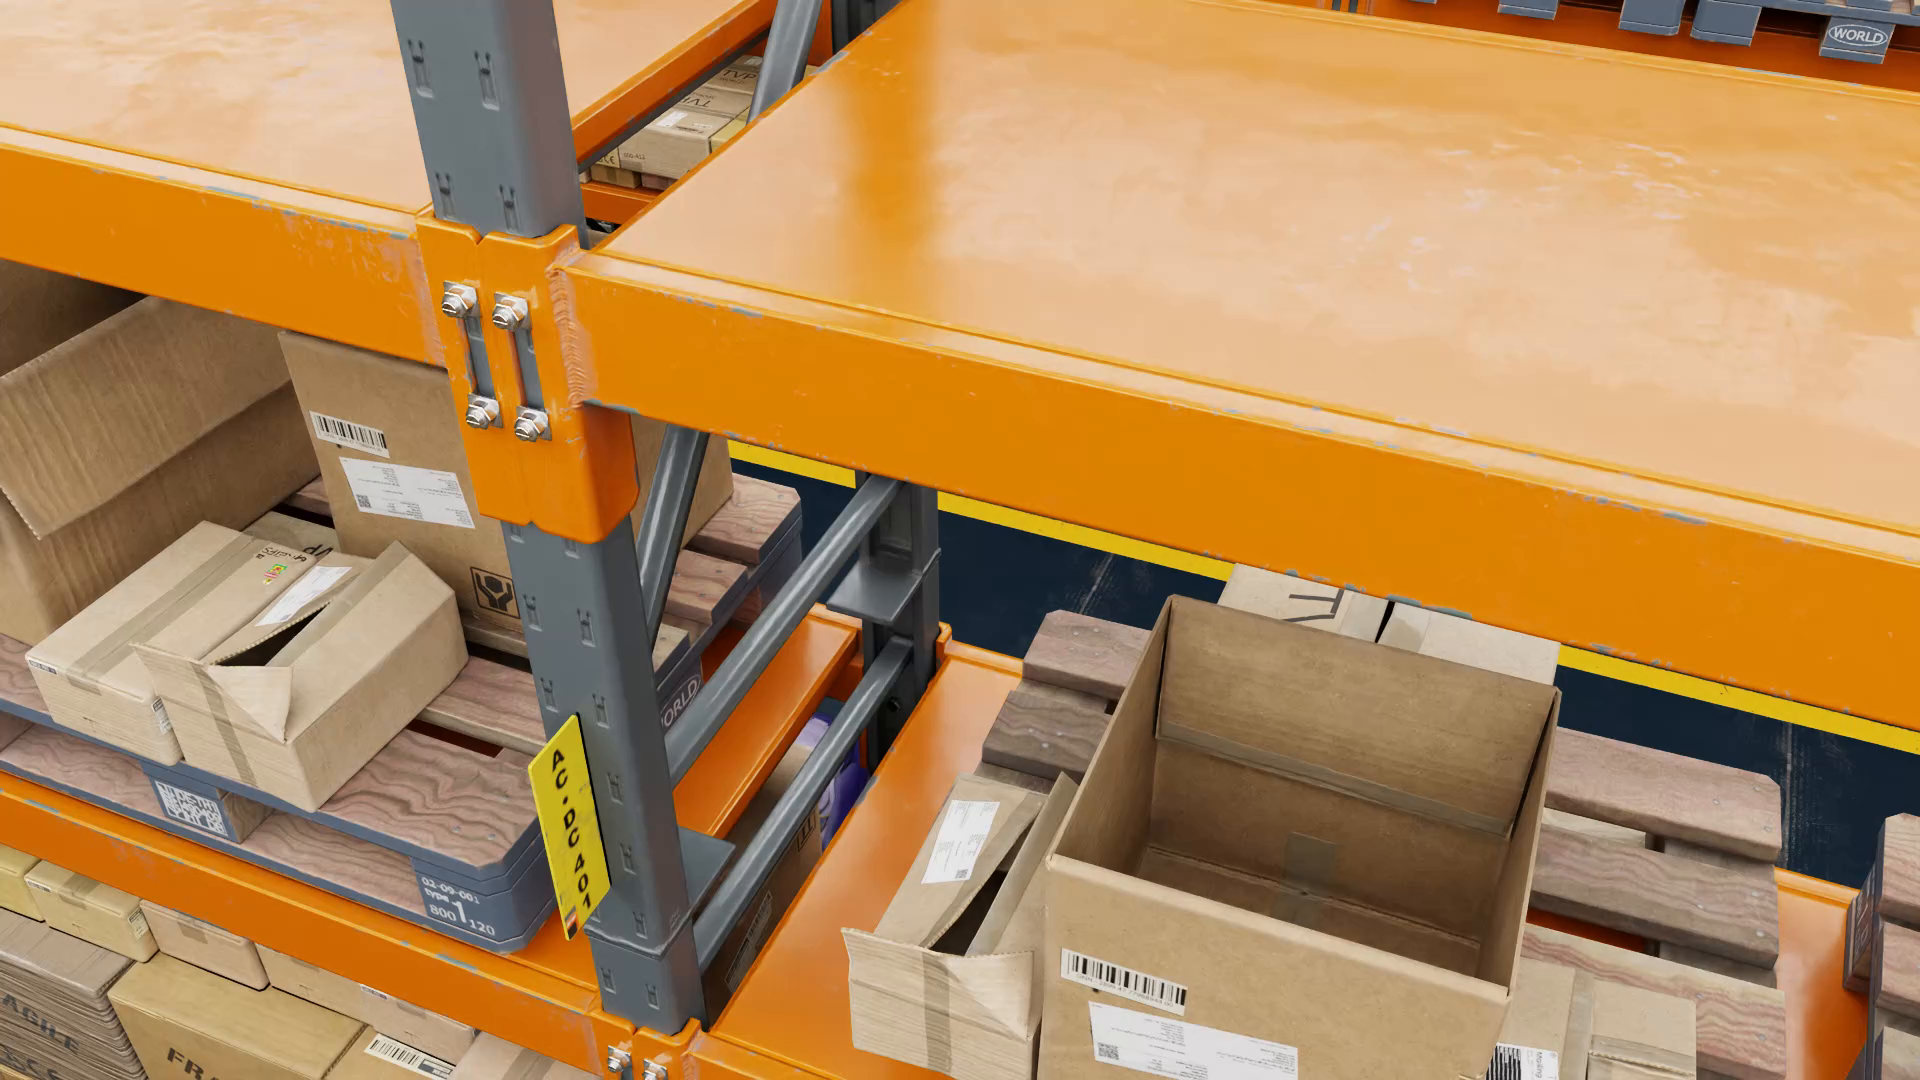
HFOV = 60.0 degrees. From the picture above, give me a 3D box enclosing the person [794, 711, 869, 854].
[{"bbox_3d":[-0.629,0.968,6.009,0.507,0.932,0.850,13,40,16],"label":"person"}]
